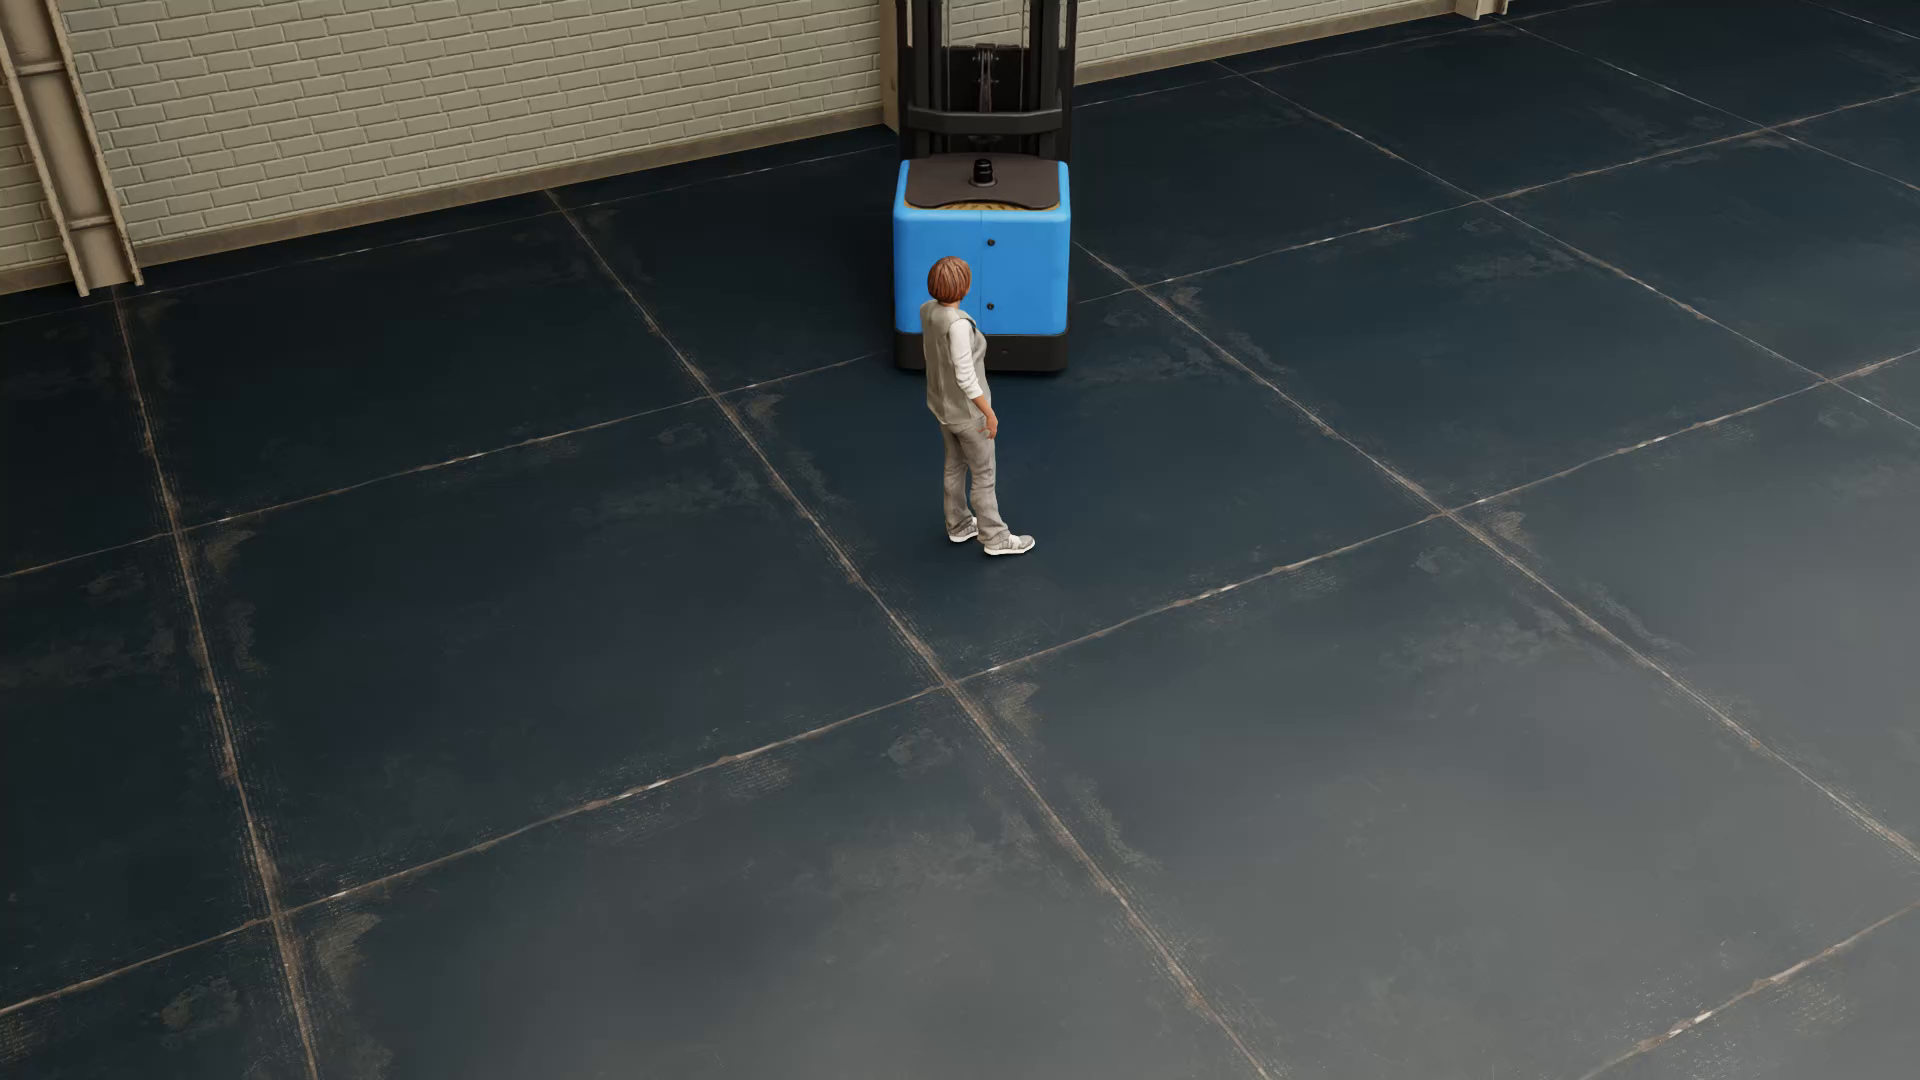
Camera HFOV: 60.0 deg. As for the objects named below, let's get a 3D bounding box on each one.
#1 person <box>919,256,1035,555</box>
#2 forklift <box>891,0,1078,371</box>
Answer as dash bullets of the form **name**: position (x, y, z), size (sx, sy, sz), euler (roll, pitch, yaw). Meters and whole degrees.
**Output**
- **person**: position (0.071, -0.671, 8.215), size (0.475, 1.596, 0.521), euler (-17, 39, -23)
- **forklift**: position (0.168, -3.029, 10.408), size (1.130, 2.935, 3.031), euler (1, 35, 1)
